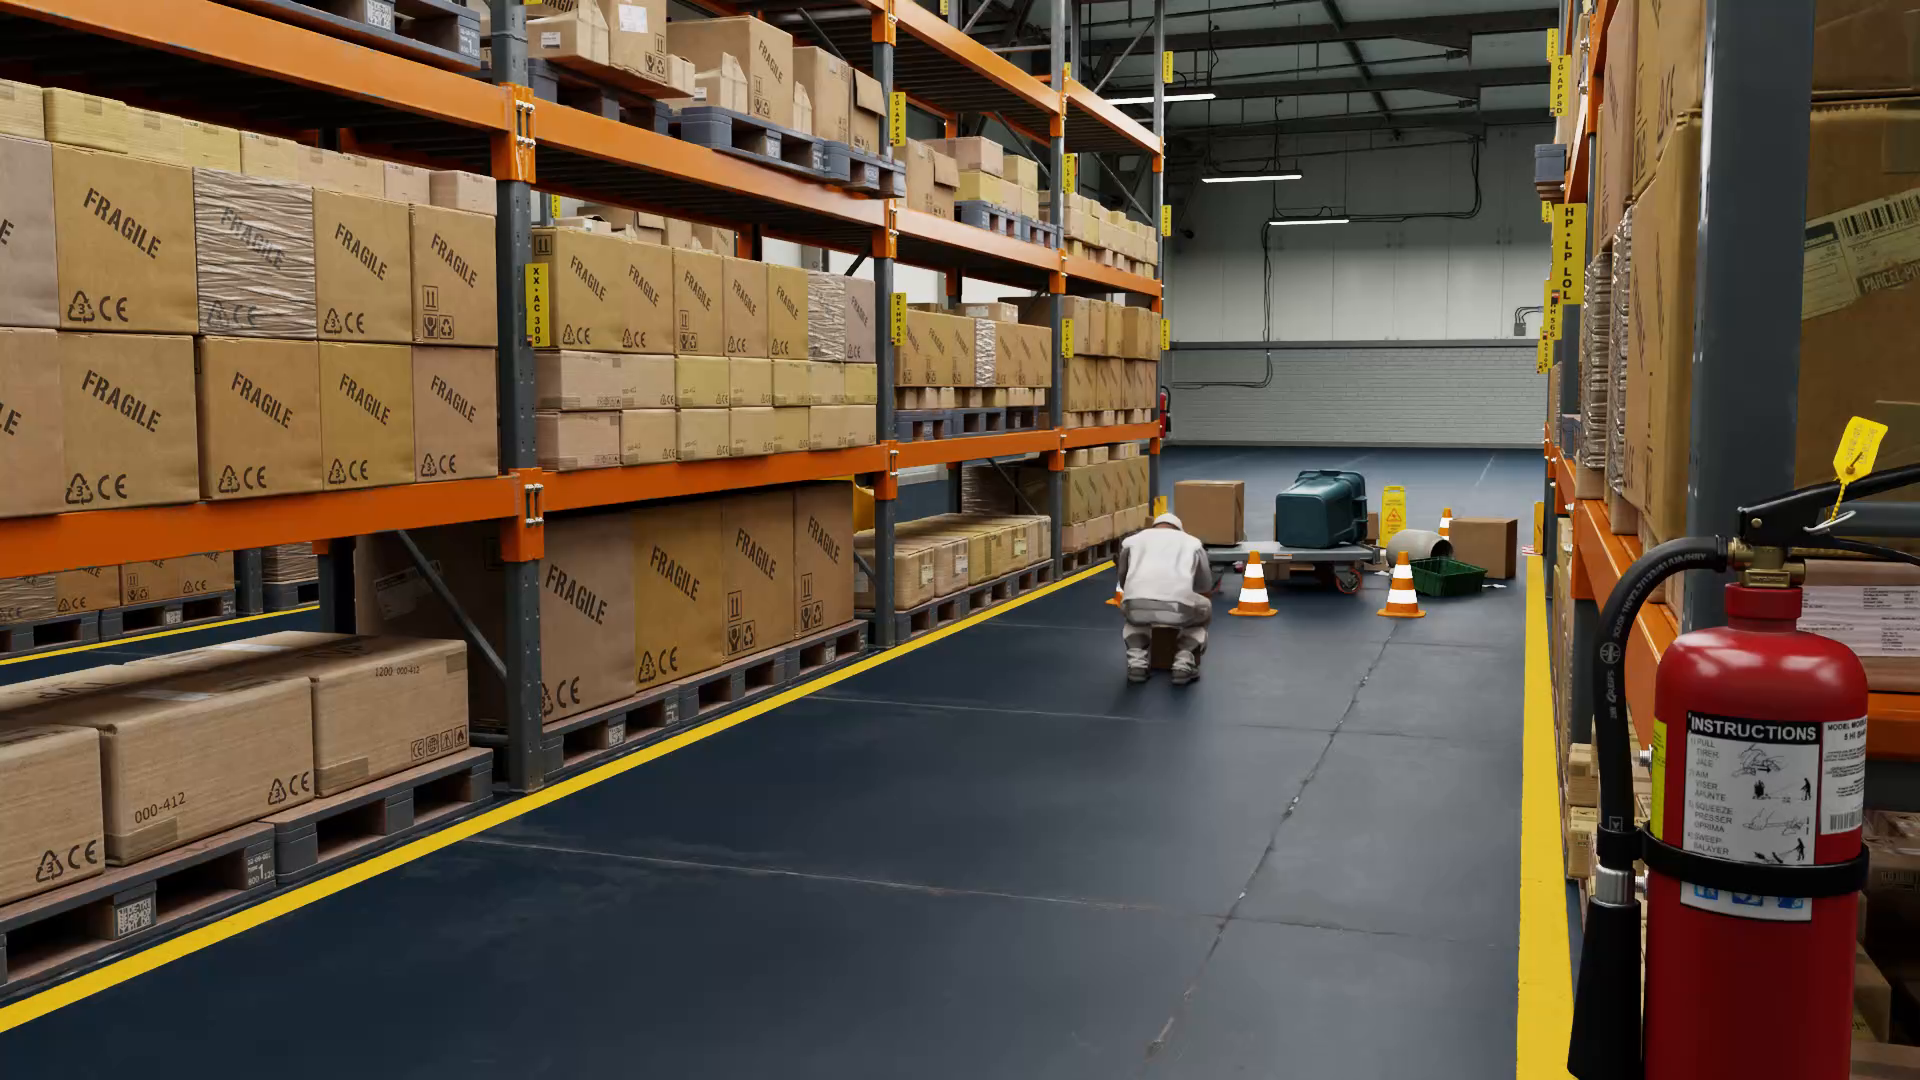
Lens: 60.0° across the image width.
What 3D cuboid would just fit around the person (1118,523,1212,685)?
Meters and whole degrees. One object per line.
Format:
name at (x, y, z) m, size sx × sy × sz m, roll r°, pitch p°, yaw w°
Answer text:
person at (15.550, 0.015, 13.217) m, size 25.488 × 0.886 × 17.059 m, roll 2°, pitch 5°, yaw 19°
